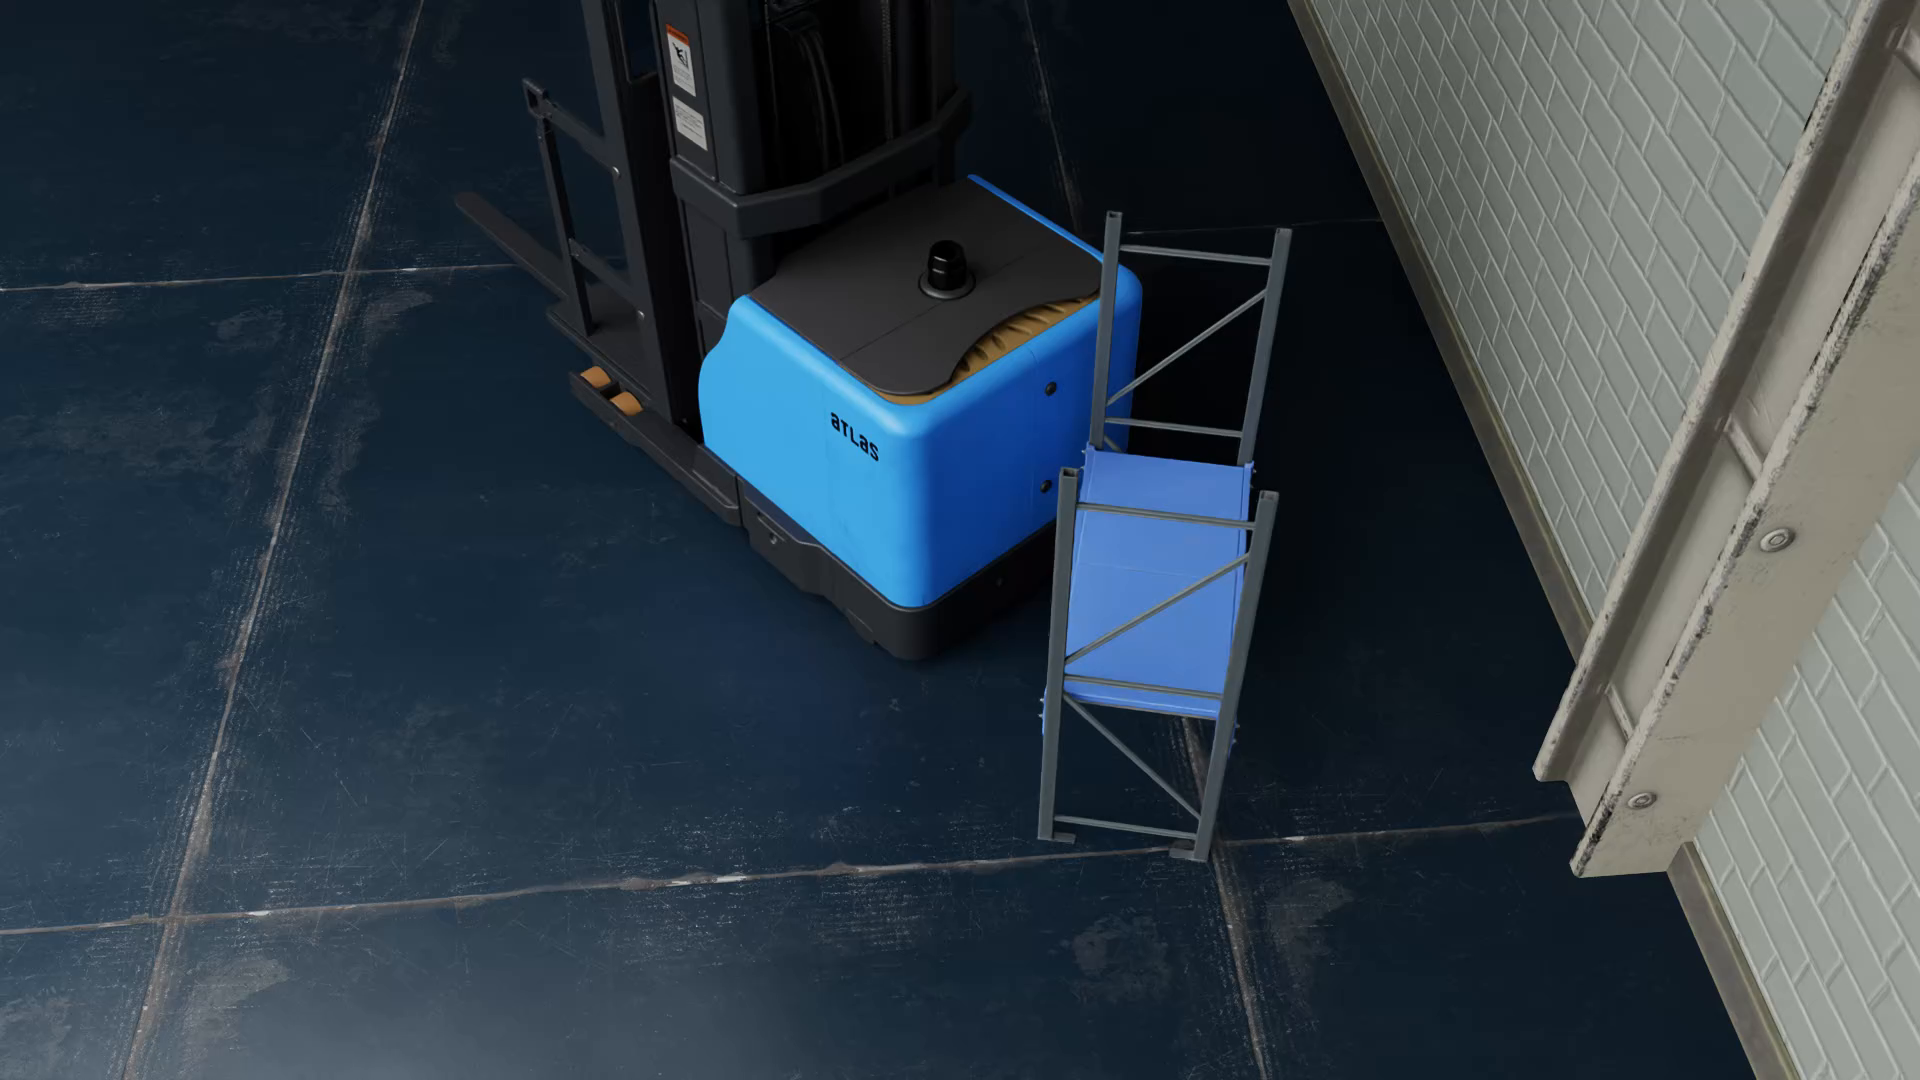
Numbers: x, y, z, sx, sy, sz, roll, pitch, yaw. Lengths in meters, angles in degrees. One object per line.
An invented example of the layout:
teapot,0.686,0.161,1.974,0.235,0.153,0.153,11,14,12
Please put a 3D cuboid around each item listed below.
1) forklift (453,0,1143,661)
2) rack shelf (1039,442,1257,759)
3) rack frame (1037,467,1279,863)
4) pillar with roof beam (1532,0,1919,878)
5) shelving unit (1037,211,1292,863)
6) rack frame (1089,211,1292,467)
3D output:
forklift,-0.795,-1.609,5.255,1.130,2.935,3.031,-34,55,-28
rack shelf,0.562,0.147,4.825,0.538,0.185,1.000,7,47,7
rack frame,0.478,0.387,4.350,0.500,1.500,0.032,7,47,7
pillar with roof beam,-2.368,-2.007,1.452,9.100,9.000,0.400,-3,47,-3
shelving unit,0.562,0.023,4.695,0.538,1.500,1.048,7,47,7
rack frame,0.646,-0.341,5.040,0.500,1.500,0.032,7,47,7
